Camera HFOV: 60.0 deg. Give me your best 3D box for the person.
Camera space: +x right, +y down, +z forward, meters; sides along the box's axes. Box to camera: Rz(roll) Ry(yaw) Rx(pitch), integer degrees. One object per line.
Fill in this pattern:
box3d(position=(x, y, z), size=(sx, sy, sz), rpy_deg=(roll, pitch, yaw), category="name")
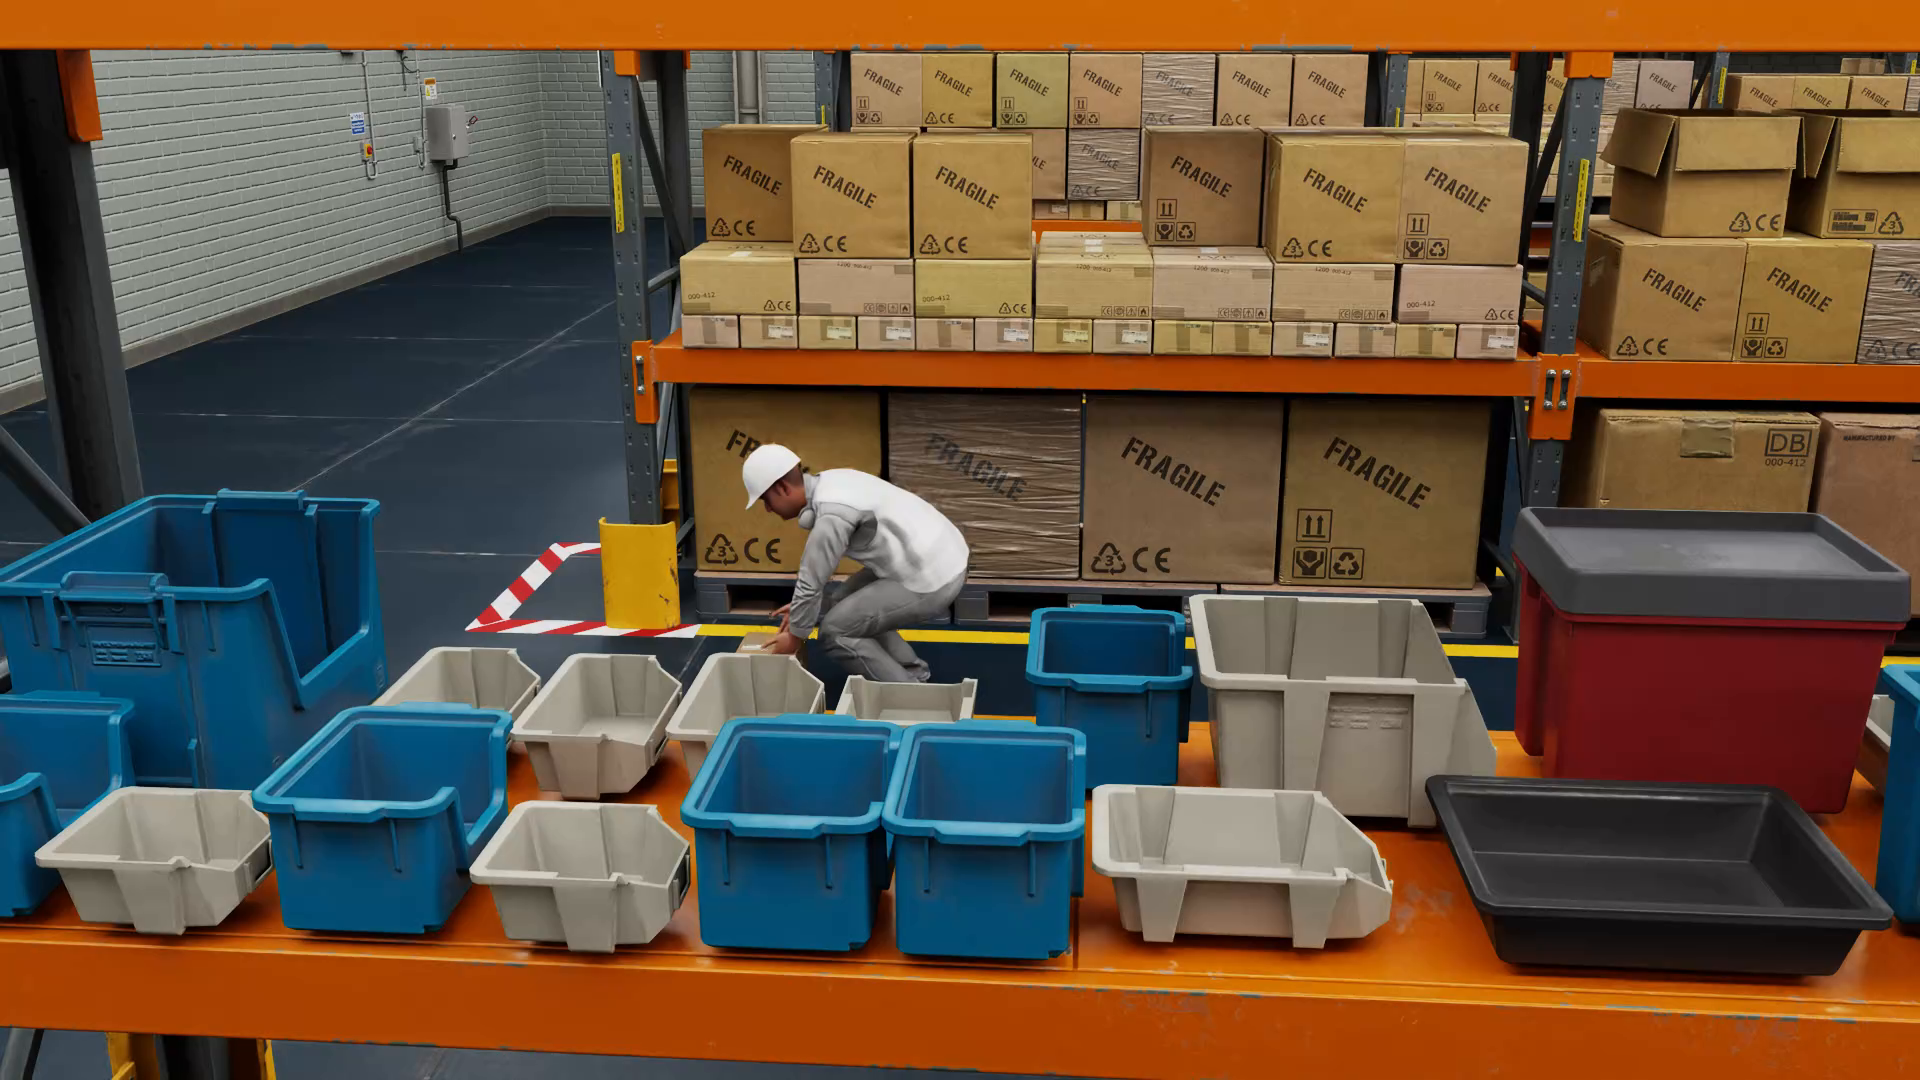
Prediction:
box3d(position=(-0.445, 0.242, 6.700), size=(0.916, 0.903, 0.539), rpy_deg=(1, 17, 4), category="person")
